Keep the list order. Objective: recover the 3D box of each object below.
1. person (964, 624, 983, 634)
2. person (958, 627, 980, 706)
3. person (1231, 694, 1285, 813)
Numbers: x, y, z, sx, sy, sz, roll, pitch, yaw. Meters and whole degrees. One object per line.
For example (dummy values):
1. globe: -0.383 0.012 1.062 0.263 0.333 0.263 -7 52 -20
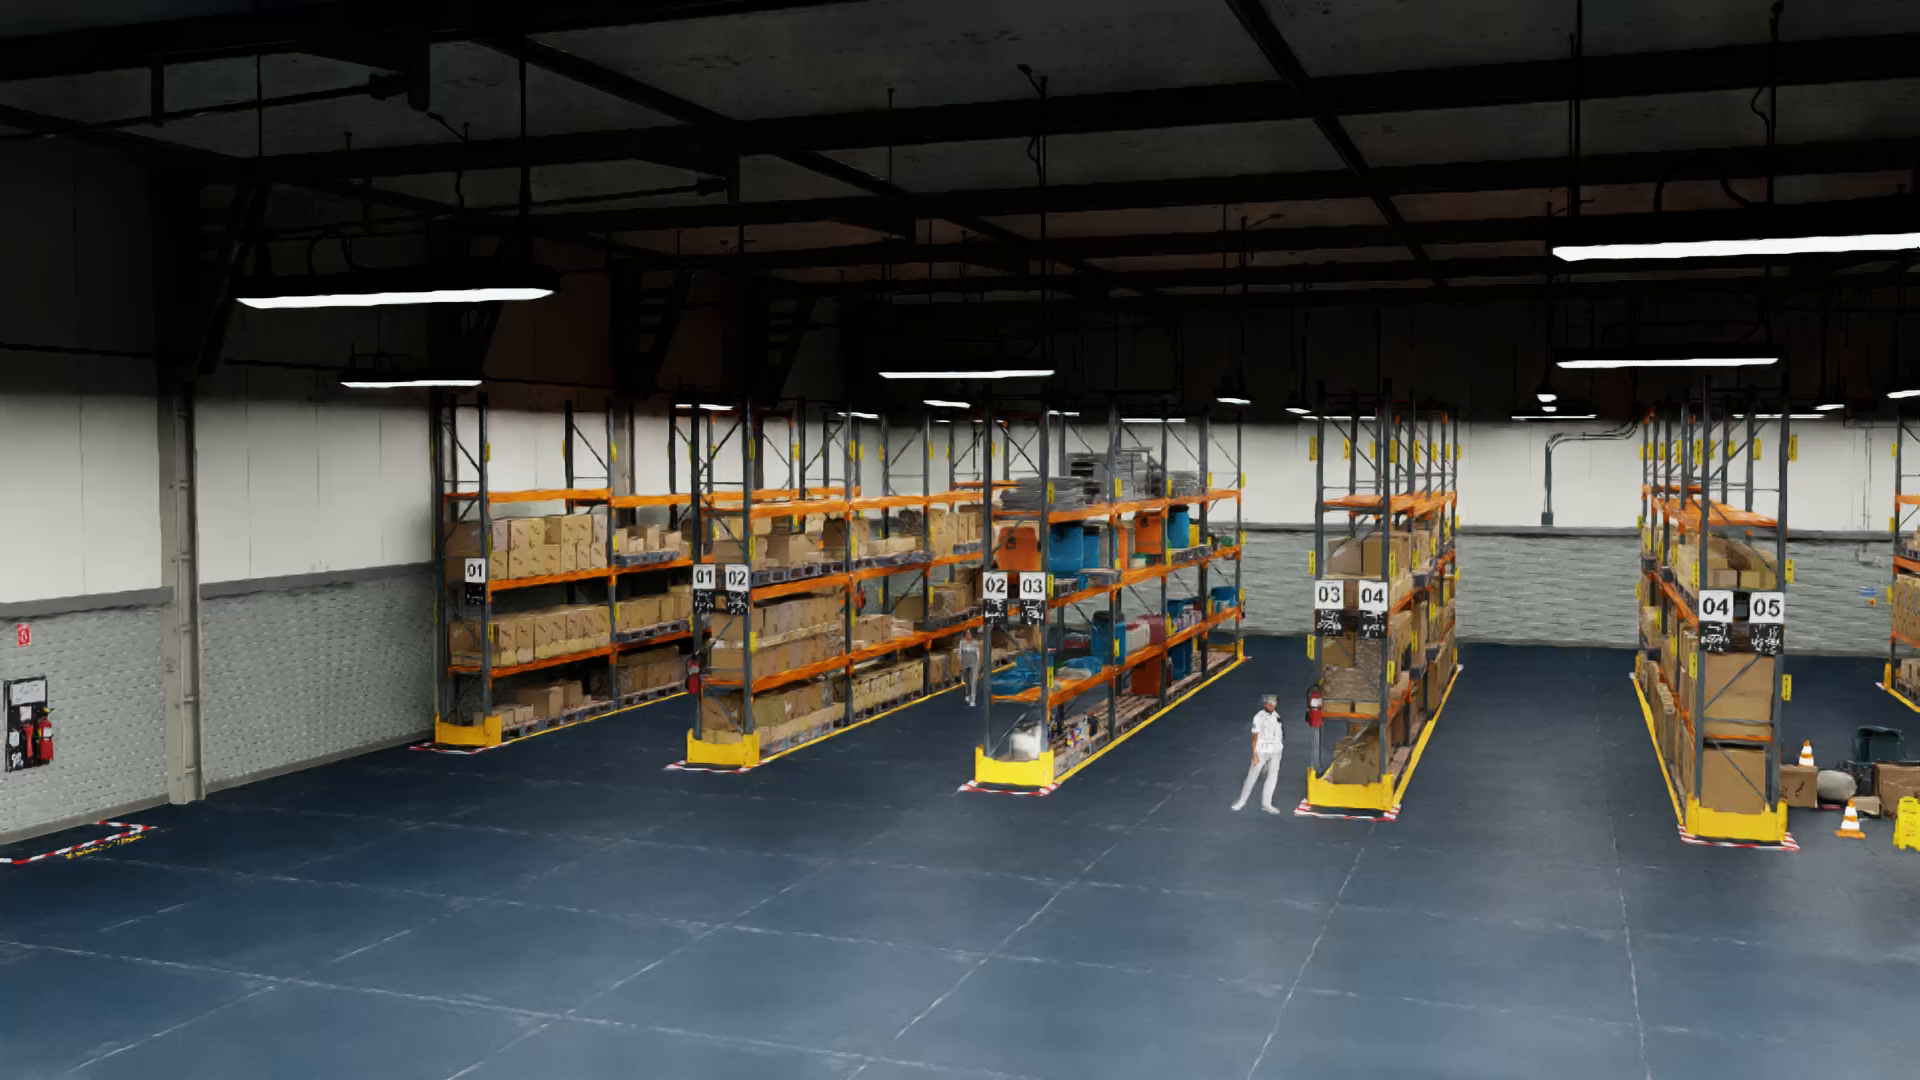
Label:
1. person: 0.394 1.786 43.439 0.710 1.785 0.531 -2 4 -34
2. person: 0.173 2.474 32.821 0.405 1.534 0.956 1 3 11
3. person: 4.132 2.948 23.056 0.669 1.662 0.509 -1 3 -21
